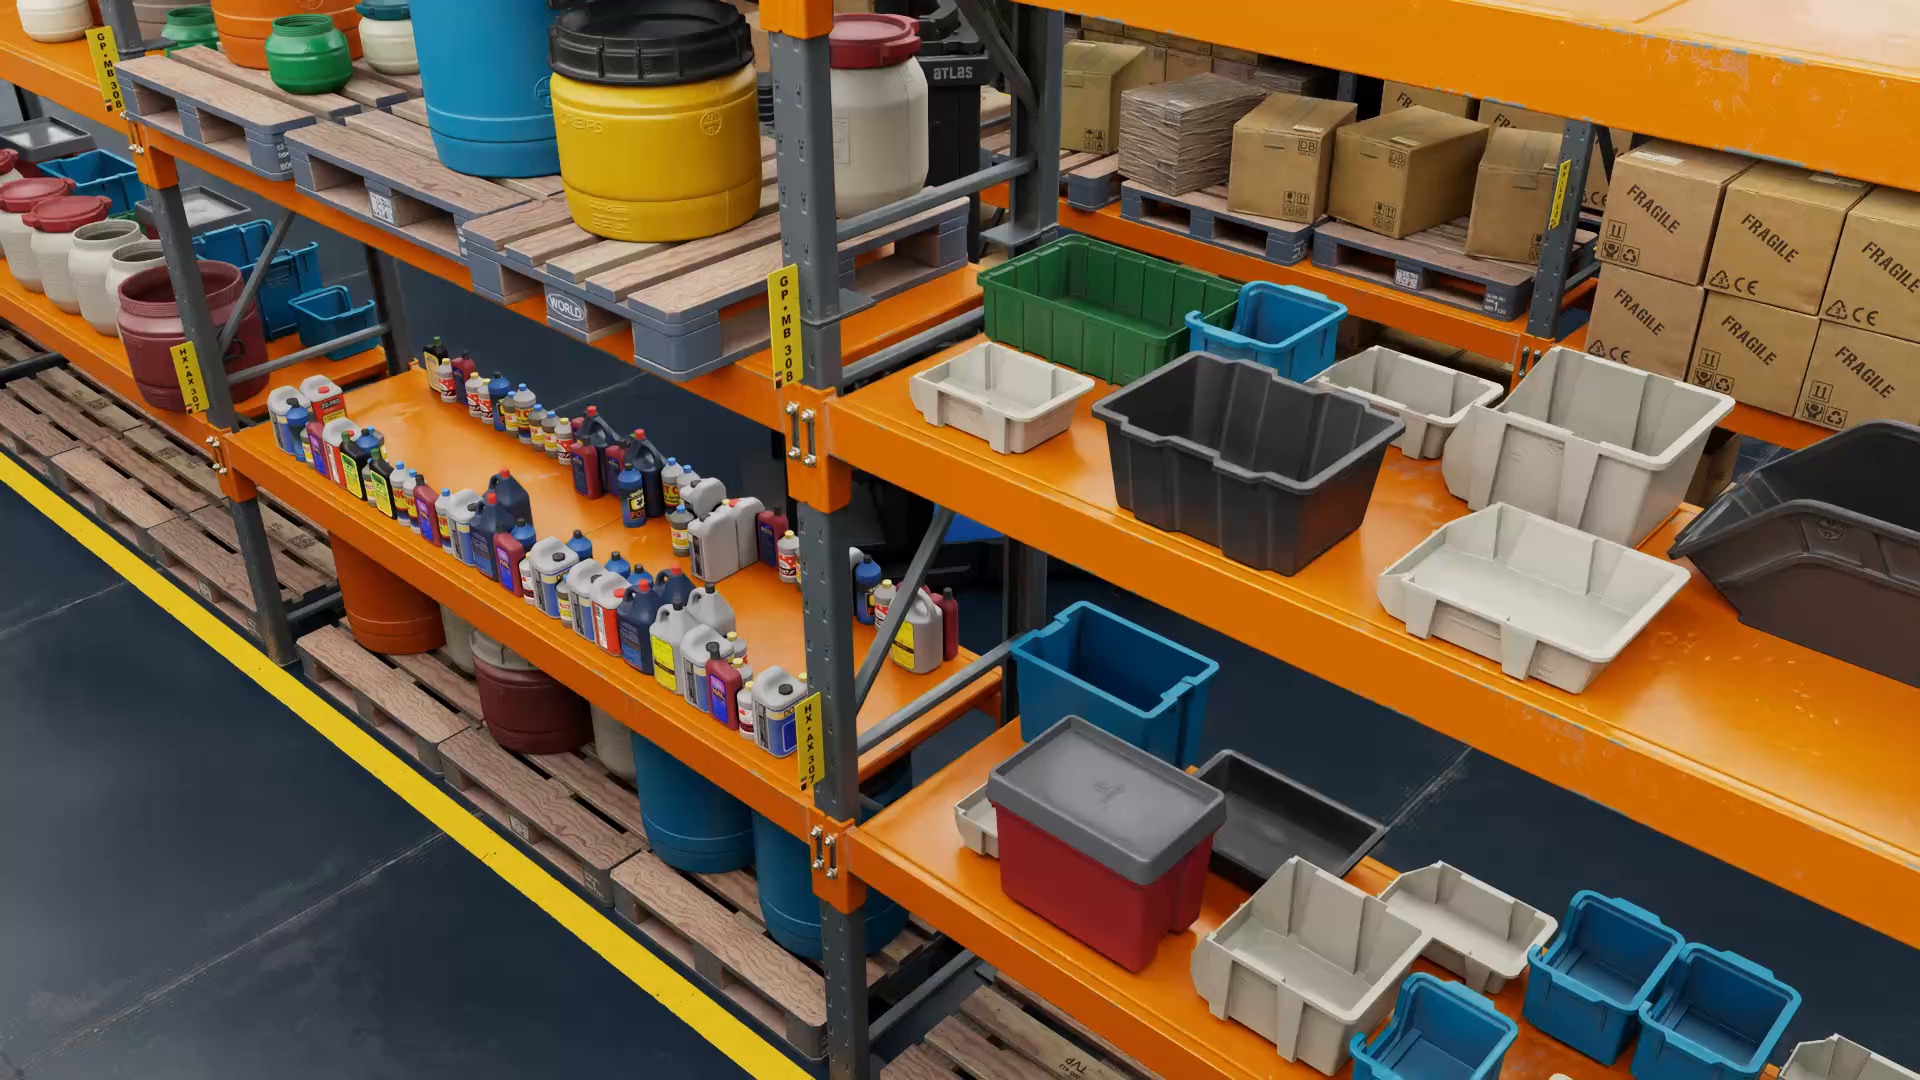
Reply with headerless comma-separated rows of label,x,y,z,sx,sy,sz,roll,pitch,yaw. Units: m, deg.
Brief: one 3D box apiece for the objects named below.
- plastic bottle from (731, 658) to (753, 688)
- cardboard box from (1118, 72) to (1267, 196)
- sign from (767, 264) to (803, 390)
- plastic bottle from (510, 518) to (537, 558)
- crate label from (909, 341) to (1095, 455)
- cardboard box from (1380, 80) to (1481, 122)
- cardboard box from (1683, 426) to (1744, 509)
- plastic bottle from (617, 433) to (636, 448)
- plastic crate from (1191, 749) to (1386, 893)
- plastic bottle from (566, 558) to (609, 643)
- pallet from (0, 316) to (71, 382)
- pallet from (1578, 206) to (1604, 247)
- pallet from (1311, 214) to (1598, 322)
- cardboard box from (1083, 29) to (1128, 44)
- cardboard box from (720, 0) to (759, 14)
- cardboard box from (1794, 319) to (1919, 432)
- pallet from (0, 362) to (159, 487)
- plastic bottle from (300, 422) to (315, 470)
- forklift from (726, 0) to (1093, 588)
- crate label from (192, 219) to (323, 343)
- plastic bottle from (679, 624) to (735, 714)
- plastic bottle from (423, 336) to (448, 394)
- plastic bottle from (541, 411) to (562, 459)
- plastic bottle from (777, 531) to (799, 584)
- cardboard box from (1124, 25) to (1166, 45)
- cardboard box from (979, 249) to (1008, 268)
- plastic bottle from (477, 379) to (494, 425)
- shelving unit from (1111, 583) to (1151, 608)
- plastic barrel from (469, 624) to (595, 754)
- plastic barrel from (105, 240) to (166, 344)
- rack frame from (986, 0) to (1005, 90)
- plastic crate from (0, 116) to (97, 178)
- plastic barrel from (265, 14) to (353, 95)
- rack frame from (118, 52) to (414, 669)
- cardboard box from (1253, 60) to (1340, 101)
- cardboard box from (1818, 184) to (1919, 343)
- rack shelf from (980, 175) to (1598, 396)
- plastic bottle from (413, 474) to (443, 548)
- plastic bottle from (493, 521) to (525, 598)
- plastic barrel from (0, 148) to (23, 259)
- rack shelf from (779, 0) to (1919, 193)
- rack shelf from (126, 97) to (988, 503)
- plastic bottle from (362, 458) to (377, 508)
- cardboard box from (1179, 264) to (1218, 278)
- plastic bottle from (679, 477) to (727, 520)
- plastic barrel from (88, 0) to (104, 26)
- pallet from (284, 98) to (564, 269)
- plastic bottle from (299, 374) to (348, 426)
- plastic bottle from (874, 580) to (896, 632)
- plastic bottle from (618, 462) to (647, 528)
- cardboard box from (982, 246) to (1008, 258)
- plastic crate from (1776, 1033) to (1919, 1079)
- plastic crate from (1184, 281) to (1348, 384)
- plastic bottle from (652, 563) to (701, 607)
plastic bottle,-0.756,0.497,5.709,0.097,0.201,0.097,0,31,0
cardboard box,1.369,-2.412,9.844,0.700,0.500,0.500,-21,37,-31
sign,-0.455,-0.555,4.347,0.005,0.325,0.100,25,39,35
plastic bottle,-1.673,0.039,6.401,0.097,0.271,0.097,0,31,0
crate label,0.084,-0.368,4.301,0.466,0.136,0.293,25,39,35
cardboard box,4.055,-3.603,14.004,0.750,0.750,0.750,24,39,34
cardboard box,3.855,-0.398,9.000,0.500,0.500,0.500,25,39,35
plastic bottle,-1.381,-0.328,7.000,0.133,0.283,0.061,25,39,35
plastic crate,0.925,0.901,5.054,0.590,0.125,0.437,25,39,35
plastic bottle,-1.339,0.217,6.102,0.135,0.276,0.152,25,39,35
pallet,-6.486,-1.299,11.202,1.213,0.211,1.003,25,39,35
pallet,5.032,-2.730,13.581,1.213,0.211,1.003,25,39,35
pallet,2.723,-1.605,9.194,1.213,0.211,1.003,25,39,35
cardboard box,1.605,-4.743,16.217,0.500,0.500,0.700,24,39,34
cardboard box,-1.741,-3.726,12.434,0.500,0.500,0.500,-26,40,-36
cardboard box,4.188,-0.781,7.542,0.500,0.500,0.500,25,39,35
pallet,-5.408,-0.793,10.363,1.213,0.211,1.003,25,39,35
plastic bottle,-2.807,-0.418,7.228,0.097,0.201,0.097,0,31,0
forklift,-0.675,-1.187,8.380,3.031,2.935,1.130,-5,31,-9
crate label,-3.606,-1.323,8.505,0.616,0.435,0.502,25,39,35
plastic bottle,-0.865,0.438,5.735,0.135,0.276,0.152,25,39,35
plastic bottle,-2.464,-0.834,7.840,0.133,0.283,0.061,25,39,35
plastic bottle,-1.787,-0.470,7.314,0.097,0.201,0.097,0,31,0
plastic bottle,-0.656,0.058,6.437,0.097,0.201,0.097,0,31,0
cardboard box,1.906,-4.894,15.741,0.500,0.250,0.500,24,38,34
cardboard box,0.422,-1.604,11.003,0.500,0.500,0.500,27,40,37
plastic bottle,-2.148,-0.638,7.594,0.097,0.201,0.097,0,31,0
shelving unit,0.954,-0.112,8.563,0.258,0.900,0.210,20,36,29
plastic barrel,-1.839,0.546,7.365,0.708,0.588,0.600,25,39,35
plastic barrel,-3.957,-1.183,8.198,0.421,0.512,0.421,0,31,0
rack frame,0.632,-6.033,16.364,0.127,3.000,1.000,25,39,35
plastic crate,-5.452,-2.222,9.970,0.583,0.464,0.402,25,39,35
plastic barrel,-2.419,-1.804,6.174,0.294,0.245,0.294,0,31,0
rack frame,-3.051,-0.860,7.771,0.127,3.000,1.000,25,39,35
cardboard box,3.029,-3.996,14.976,0.500,0.500,0.700,26,39,36
cardboard box,4.166,-1.213,7.290,0.500,0.500,0.500,24,38,34
rack shelf,1.759,-1.753,9.951,4.000,0.370,1.077,25,39,35
plastic bottle,-2.121,-0.120,6.654,0.133,0.283,0.061,25,39,35
plastic bottle,-1.713,0.071,6.337,0.133,0.283,0.061,25,39,35
plastic barrel,-5.454,-1.888,9.346,0.433,0.535,0.433,0,31,0
rack shelf,1.398,-0.875,3.063,4.000,0.370,1.077,25,39,35
rack shelf,-1.568,-1.145,6.033,4.000,0.370,1.077,25,39,35
plastic bottle,-2.437,-0.245,6.941,0.097,0.201,0.097,0,31,0
cardboard box,1.510,-1.458,10.760,0.500,0.500,0.500,23,38,33
plastic bottle,-1.031,-0.130,6.677,0.135,0.276,0.152,25,39,35
plastic barrel,-3.999,-2.923,7.873,0.708,0.830,0.600,25,39,35
pallet,-1.575,-1.306,5.785,1.213,0.211,1.003,25,39,35
plastic bottle,-2.845,-0.592,7.446,0.135,0.276,0.152,25,39,35
plastic bottle,-0.267,0.240,6.136,0.097,0.201,0.097,0,31,0
plastic bottle,-1.340,-0.190,6.783,0.097,0.271,0.097,0,31,0
cardboard box,0.085,-2.049,12.004,0.500,0.250,0.500,25,39,35
plastic crate,2.233,1.407,4.202,0.298,0.136,0.250,25,39,35
plastic crate,0.804,-0.497,4.420,0.300,0.233,0.416,25,39,35
plastic bottle,-1.026,0.233,6.003,0.185,0.351,0.144,25,39,35
